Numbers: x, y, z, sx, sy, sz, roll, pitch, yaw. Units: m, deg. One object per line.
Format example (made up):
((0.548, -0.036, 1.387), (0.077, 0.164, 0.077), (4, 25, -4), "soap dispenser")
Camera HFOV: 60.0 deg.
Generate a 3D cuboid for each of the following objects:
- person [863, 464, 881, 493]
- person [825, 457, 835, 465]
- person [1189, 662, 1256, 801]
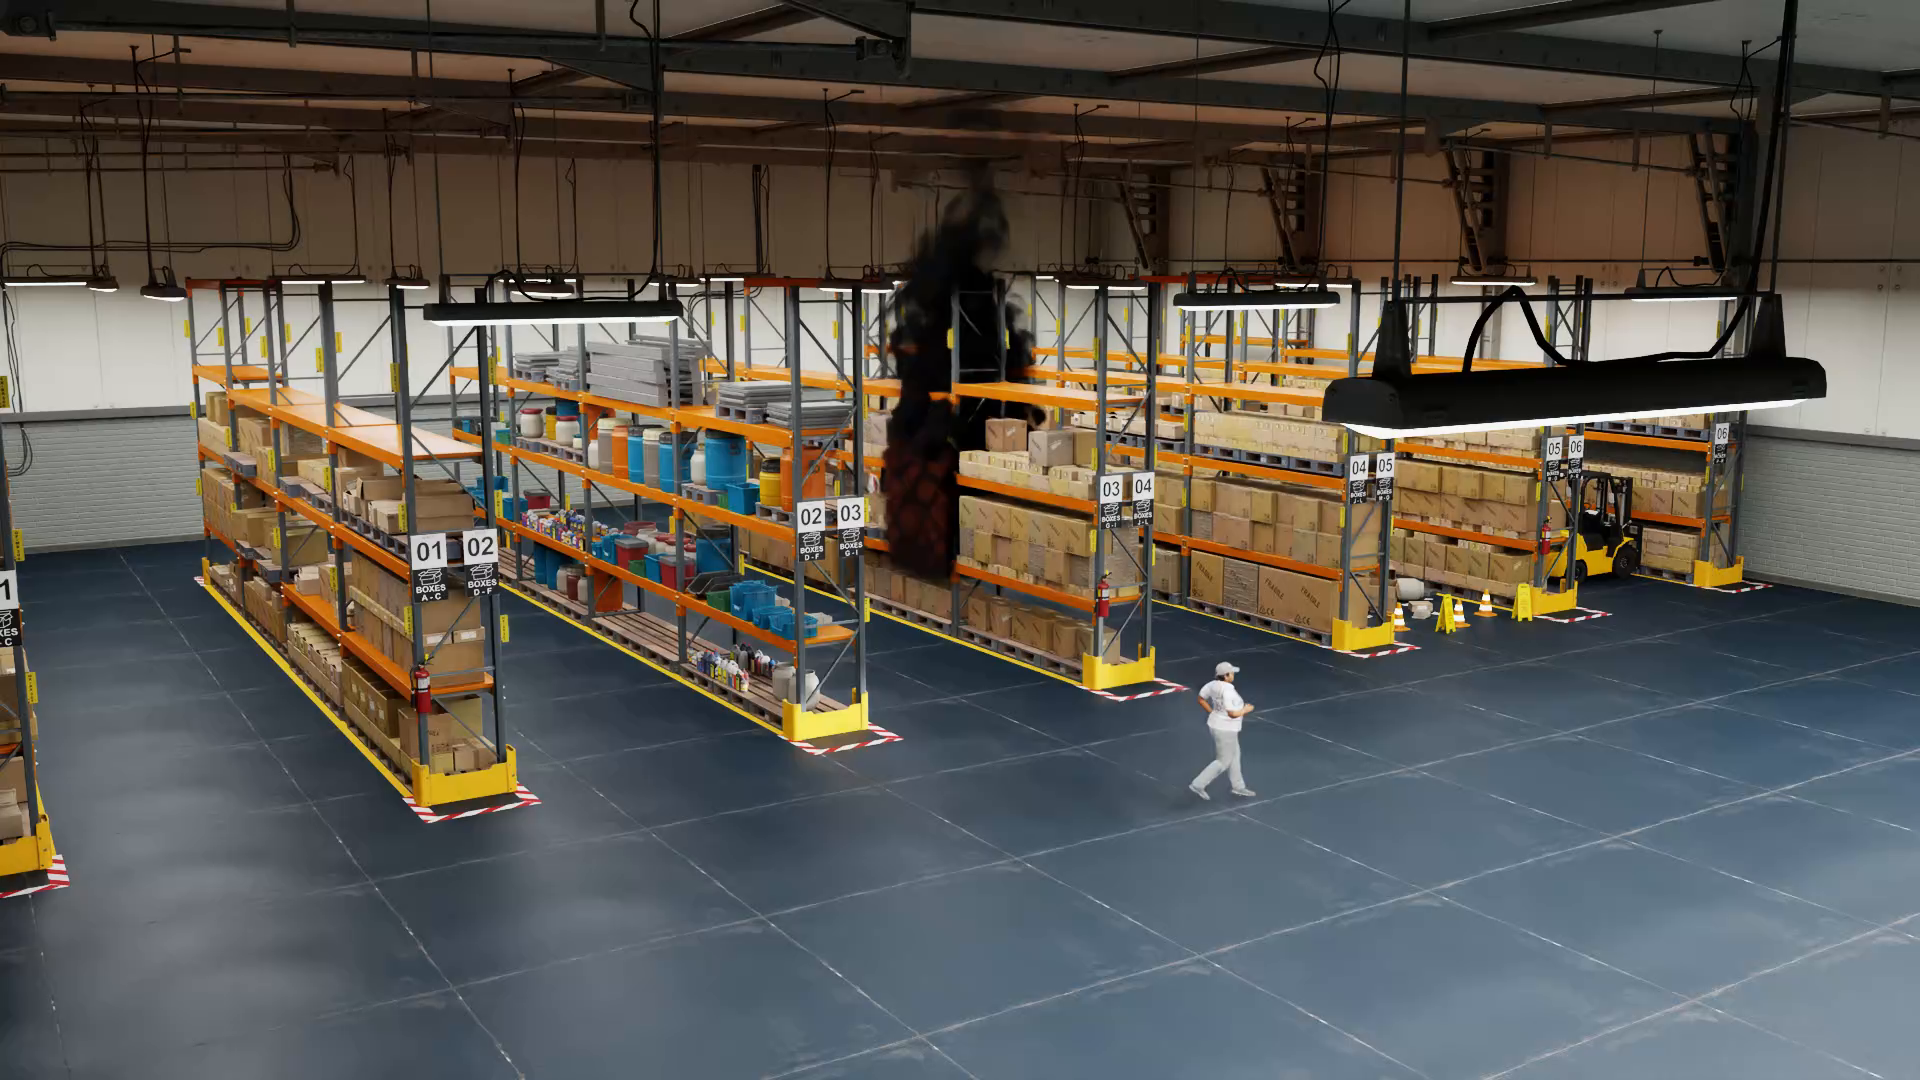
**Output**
((-2.122, -0.886, 37.903), (0.659, 1.800, 0.844), (-4, 10, -23), "person")
((-3.312, -1.354, 41.010), (0.681, 1.706, 0.639), (6, 11, 33), "person")
((3.100, 2.250, 19.514), (0.880, 1.656, 0.608), (-2, 10, -12), "person")
